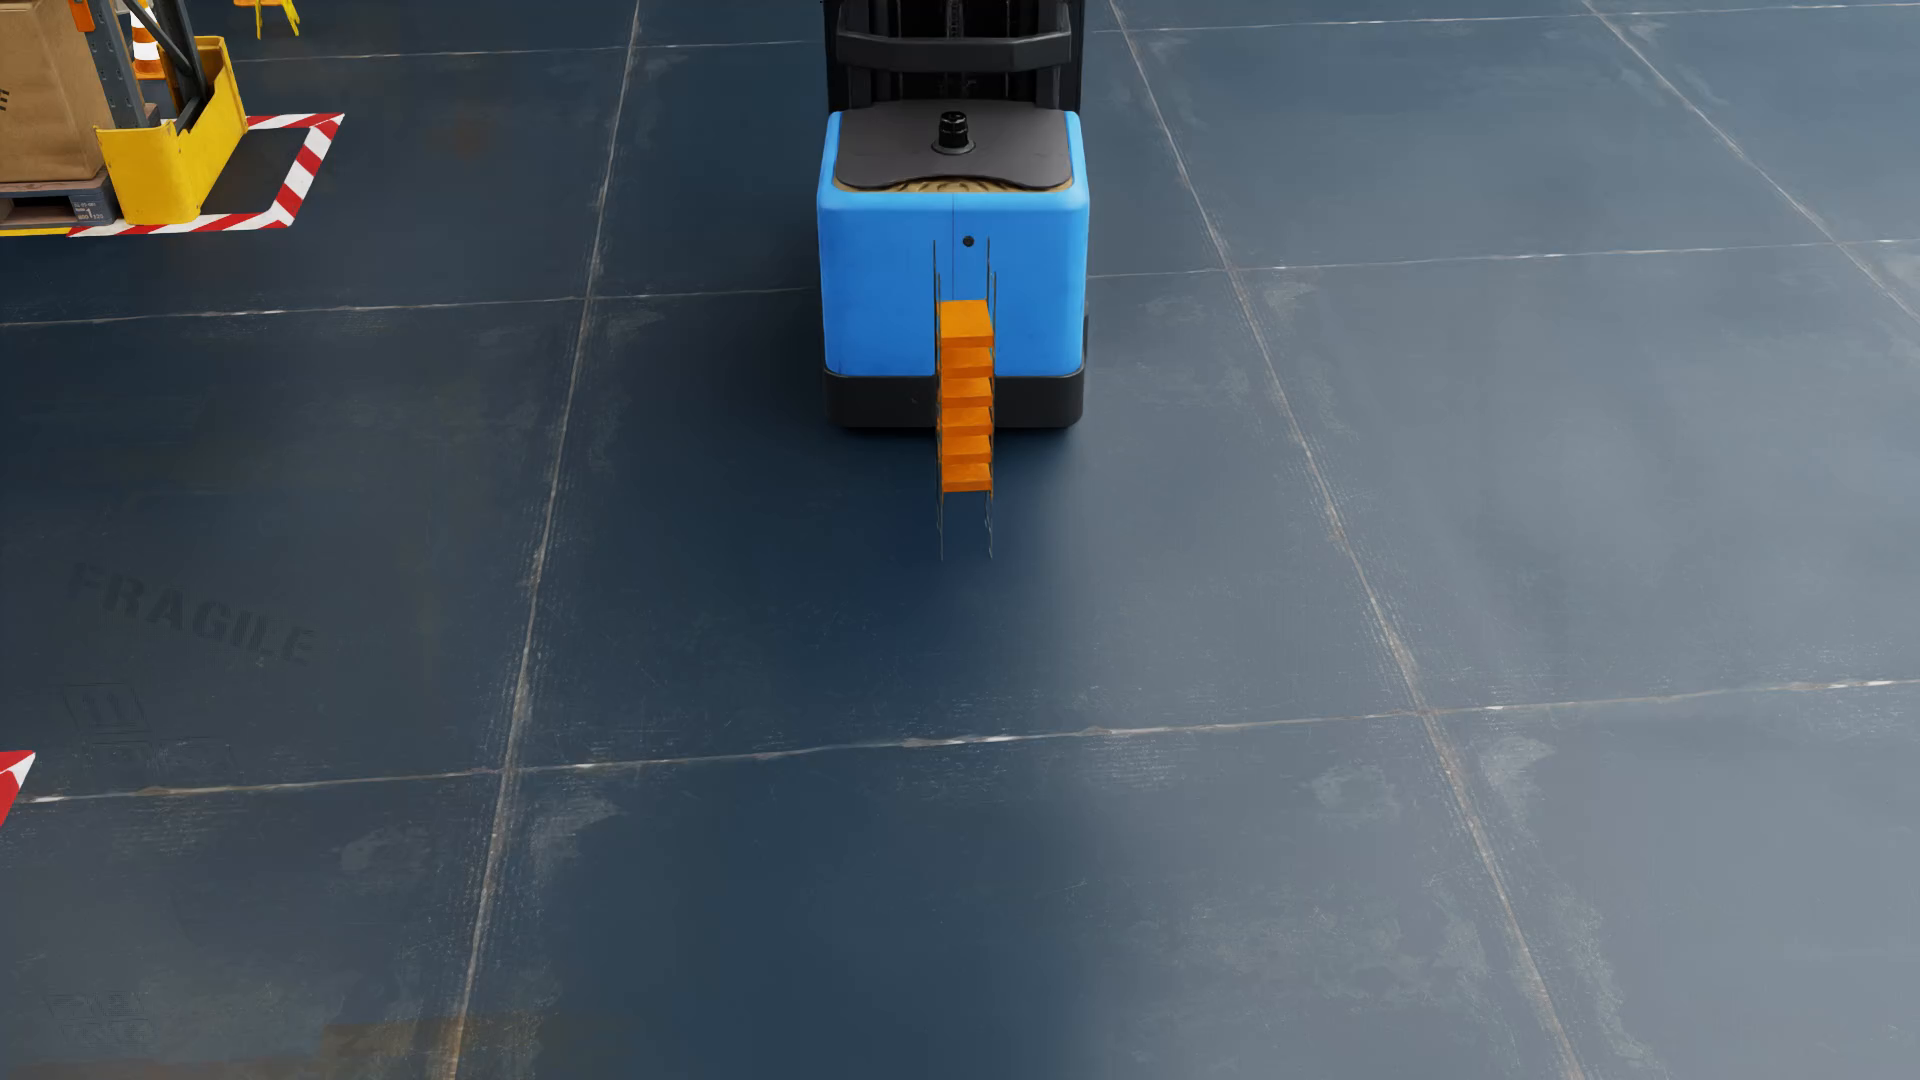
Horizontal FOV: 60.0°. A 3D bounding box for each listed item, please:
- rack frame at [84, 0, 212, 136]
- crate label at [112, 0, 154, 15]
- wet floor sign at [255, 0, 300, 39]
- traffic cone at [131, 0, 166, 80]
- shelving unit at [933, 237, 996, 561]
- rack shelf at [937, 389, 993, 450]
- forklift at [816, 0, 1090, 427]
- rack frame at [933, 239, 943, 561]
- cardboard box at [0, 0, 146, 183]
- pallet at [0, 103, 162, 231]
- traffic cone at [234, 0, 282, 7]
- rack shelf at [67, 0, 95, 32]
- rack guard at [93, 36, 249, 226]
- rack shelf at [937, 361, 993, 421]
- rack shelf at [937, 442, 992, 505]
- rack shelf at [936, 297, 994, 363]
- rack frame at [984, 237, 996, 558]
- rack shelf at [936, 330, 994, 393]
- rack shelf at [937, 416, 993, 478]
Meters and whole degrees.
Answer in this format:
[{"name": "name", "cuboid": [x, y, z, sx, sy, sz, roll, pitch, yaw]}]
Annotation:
[{"name": "rack frame", "cuboid": [-4.043, -3.096, 7.752, 0.127, 3.000, 1.000, -3, 38, -4]}, {"name": "crate label", "cuboid": [-5.237, -3.453, 10.516, 0.298, 0.136, 0.250, -24, 44, -27]}, {"name": "wet floor sign", "cuboid": [-4.189, -3.395, 10.032, 0.232, 0.644, 0.267, -9, 39, -12]}, {"name": "traffic cone", "cuboid": [-4.698, -2.947, 9.611, 0.334, 0.463, 0.336, -3, 38, -4]}, {"name": "shelving unit", "cuboid": [0.014, -0.472, 5.879, 0.189, 1.200, 0.258, -3, 38, -4]}, {"name": "rack shelf", "cuboid": [0.014, -0.437, 5.907, 0.180, 0.103, 0.258, -3, 38, -4]}, {"name": "forklift", "cuboid": [-0.024, -2.486, 7.034, 1.130, 2.935, 3.031, 0, 38, 0]}, {"name": "rack frame", "cuboid": [-0.077, -0.467, 5.873, 0.006, 1.200, 0.240, -3, 38, -4]}, {"name": "cardboard box", "cuboid": [-4.713, -2.349, 8.181, 0.875, 0.875, 0.875, -3, 38, -4]}, {"name": "pallet", "cuboid": [-4.832, -1.909, 8.499, 1.213, 0.211, 1.003, -3, 38, -4]}, {"name": "traffic cone", "cuboid": [-4.459, -3.663, 10.519, 0.334, 0.463, 0.336, -3, 38, -4]}, {"name": "rack shelf", "cuboid": [-6.035, -2.704, 7.836, 4.000, 0.370, 1.077, -3, 38, -4]}, {"name": "rack guard", "cuboid": [-4.019, -2.116, 8.528, 0.348, 0.500, 1.175, -3, 38, -4]}, {"name": "rack shelf", "cuboid": [0.014, -0.531, 5.833, 0.180, 0.103, 0.258, -3, 38, -4]}, {"name": "rack shelf", "cuboid": [0.014, -0.249, 6.056, 0.180, 0.103, 0.258, -3, 38, -4]}, {"name": "rack shelf", "cuboid": [0.014, -0.720, 5.684, 0.180, 0.103, 0.258, -3, 38, -4]}, {"name": "rack frame", "cuboid": [0.106, -0.477, 5.886, 0.006, 1.200, 0.240, -3, 38, -4]}, {"name": "rack shelf", "cuboid": [0.014, -0.625, 5.758, 0.180, 0.103, 0.258, -3, 38, -4]}, {"name": "rack shelf", "cuboid": [0.014, -0.343, 5.981, 0.180, 0.103, 0.258, -3, 38, -4]}]
